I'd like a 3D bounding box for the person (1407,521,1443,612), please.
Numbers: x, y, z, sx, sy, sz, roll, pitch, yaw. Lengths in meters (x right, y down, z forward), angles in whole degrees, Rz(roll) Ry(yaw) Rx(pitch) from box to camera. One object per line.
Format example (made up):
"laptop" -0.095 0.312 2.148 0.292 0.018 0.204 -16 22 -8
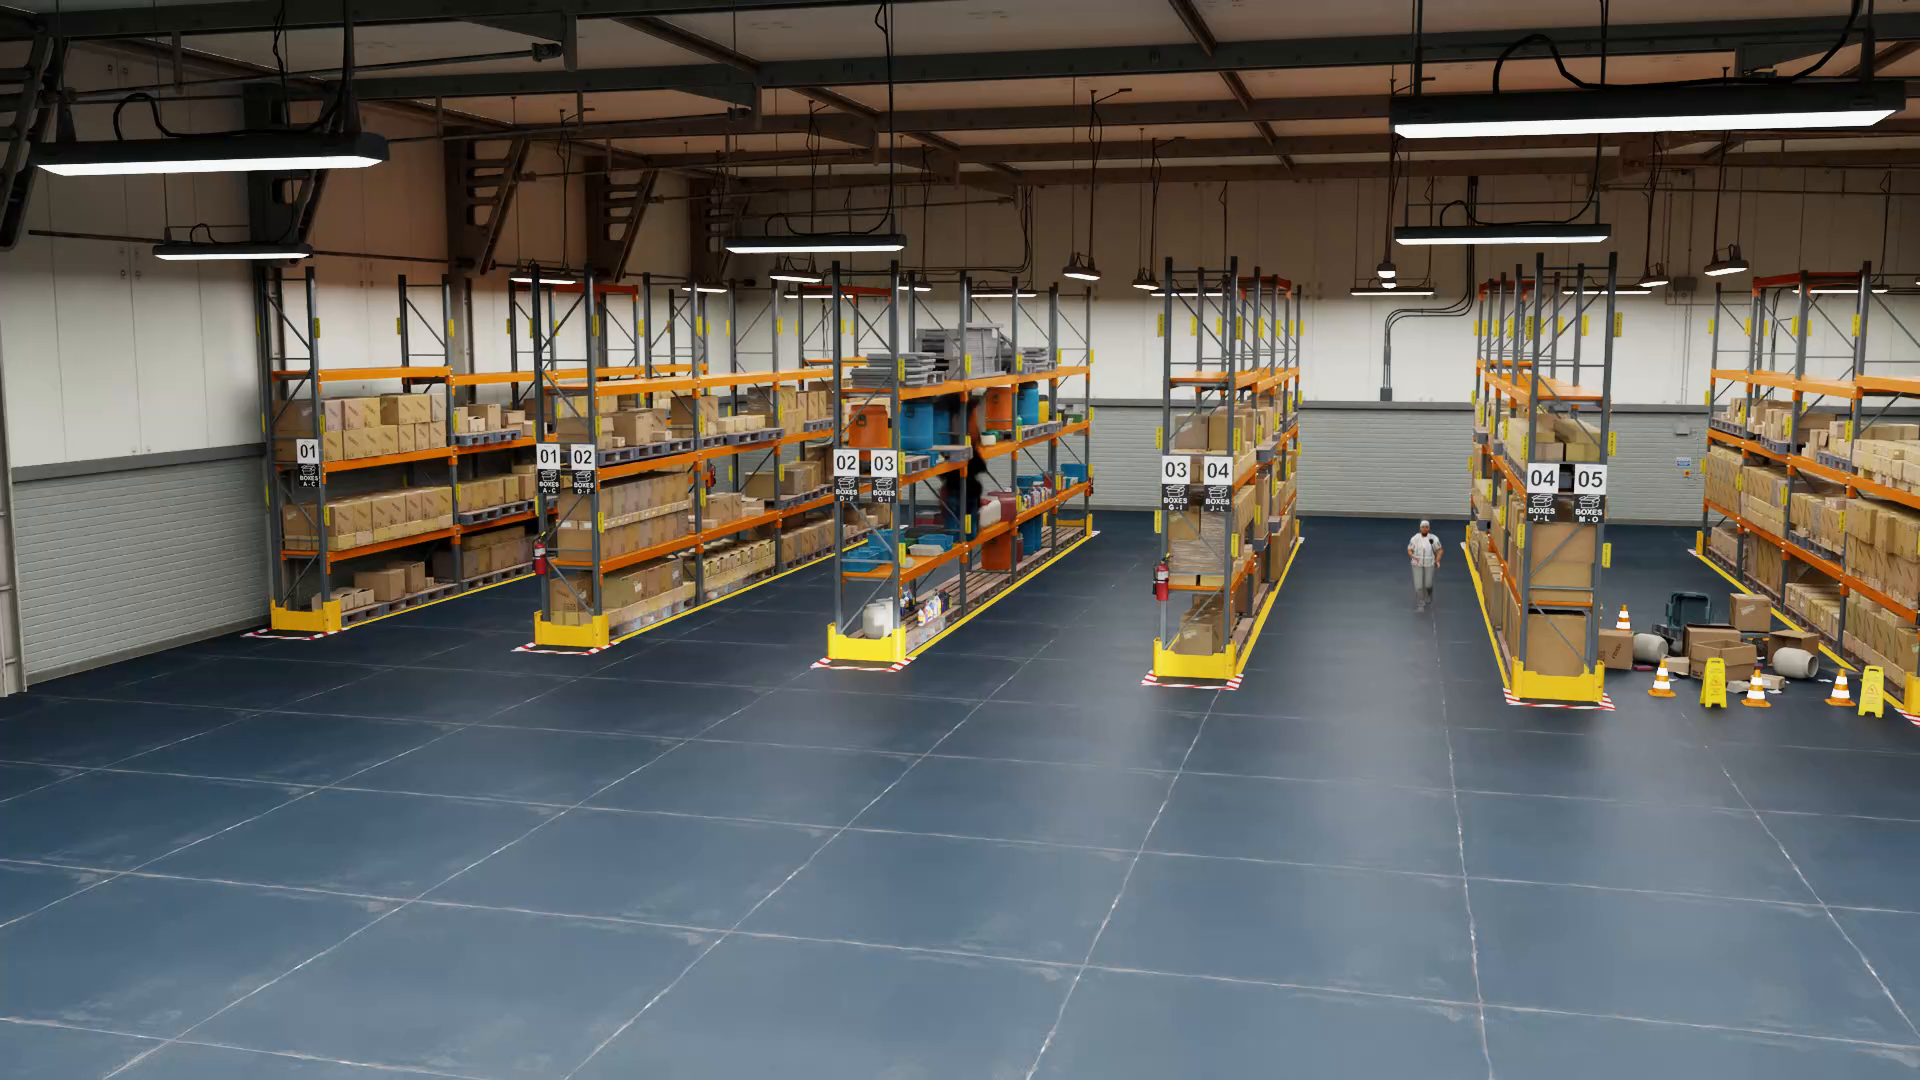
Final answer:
"person" 8.245 0.467 29.536 0.607 1.627 0.548 2 8 17
